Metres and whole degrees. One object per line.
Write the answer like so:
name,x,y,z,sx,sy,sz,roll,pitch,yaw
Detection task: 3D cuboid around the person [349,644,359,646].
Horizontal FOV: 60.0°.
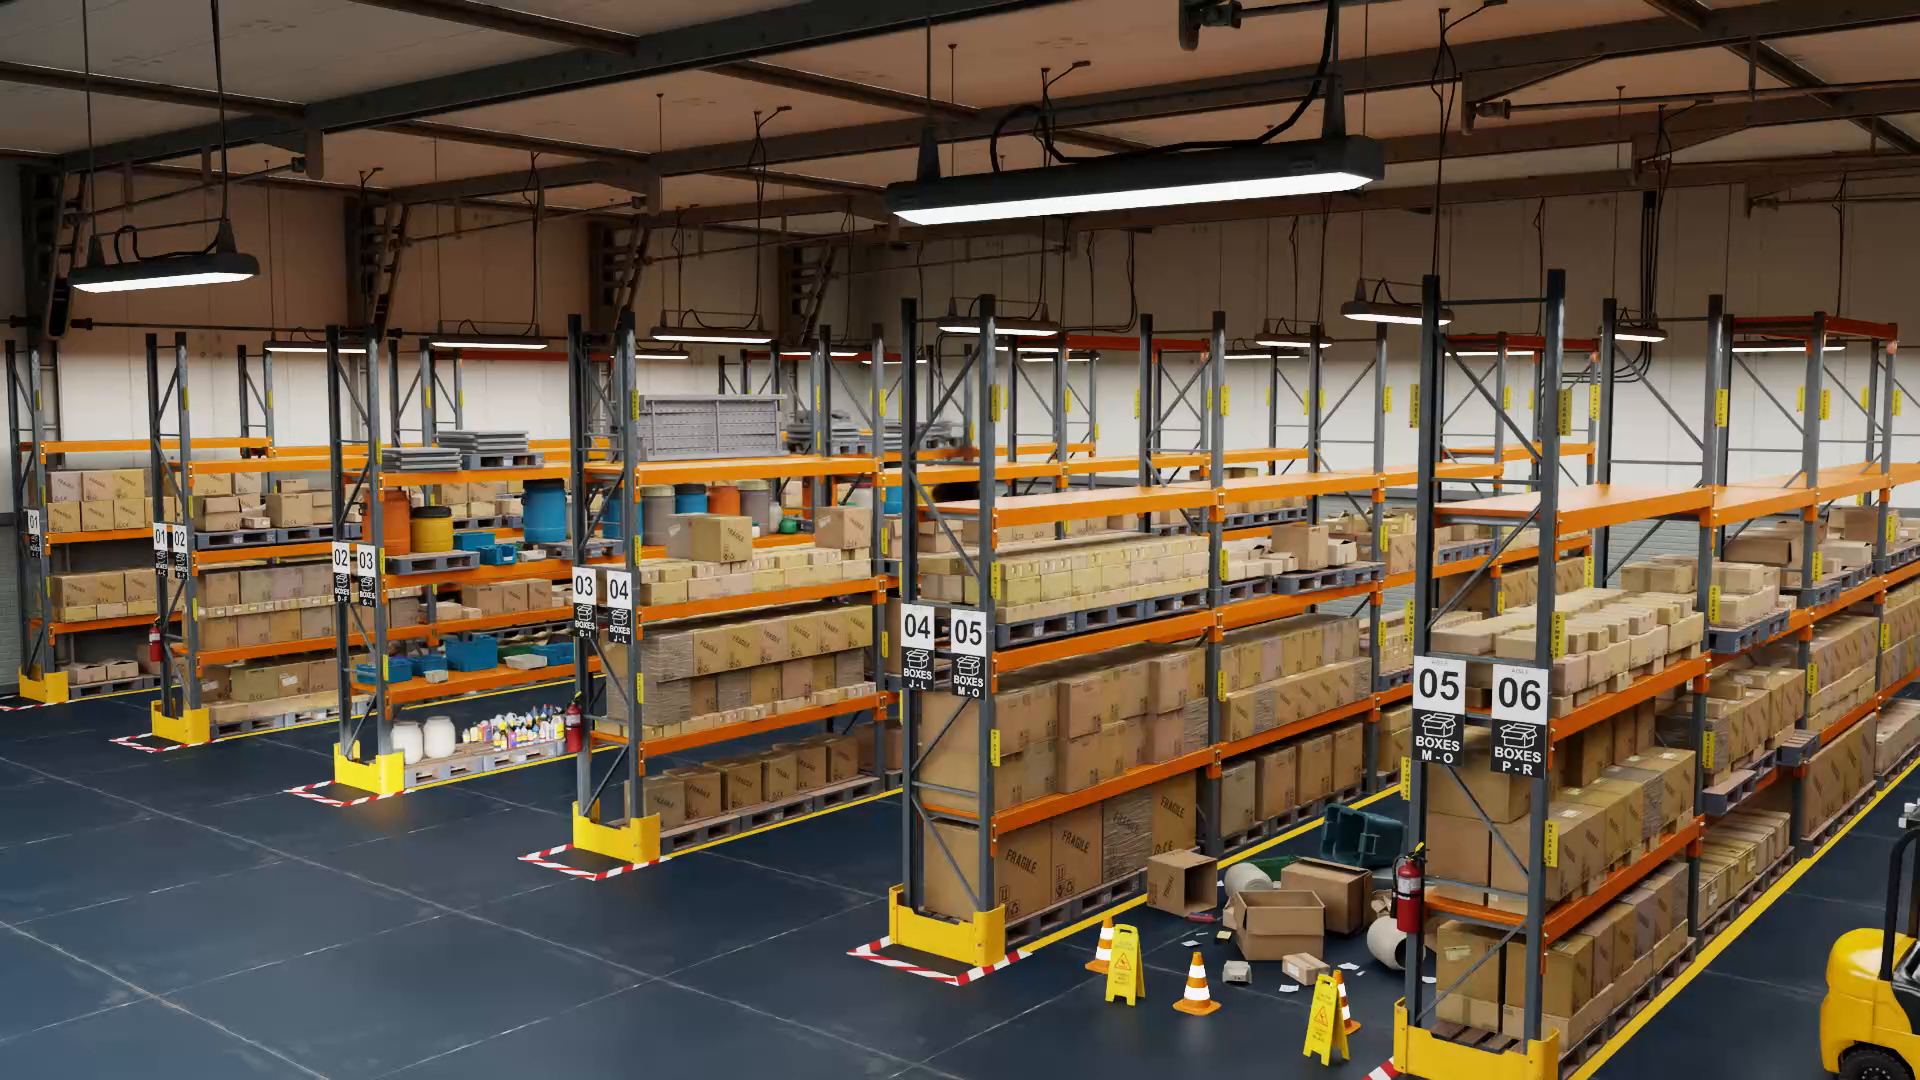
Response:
person,-10.593,1.750,28.920,0.592,1.706,0.805,4,7,40

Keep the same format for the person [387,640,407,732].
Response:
person,-8.059,2.230,23.668,0.551,1.608,0.543,5,7,41
